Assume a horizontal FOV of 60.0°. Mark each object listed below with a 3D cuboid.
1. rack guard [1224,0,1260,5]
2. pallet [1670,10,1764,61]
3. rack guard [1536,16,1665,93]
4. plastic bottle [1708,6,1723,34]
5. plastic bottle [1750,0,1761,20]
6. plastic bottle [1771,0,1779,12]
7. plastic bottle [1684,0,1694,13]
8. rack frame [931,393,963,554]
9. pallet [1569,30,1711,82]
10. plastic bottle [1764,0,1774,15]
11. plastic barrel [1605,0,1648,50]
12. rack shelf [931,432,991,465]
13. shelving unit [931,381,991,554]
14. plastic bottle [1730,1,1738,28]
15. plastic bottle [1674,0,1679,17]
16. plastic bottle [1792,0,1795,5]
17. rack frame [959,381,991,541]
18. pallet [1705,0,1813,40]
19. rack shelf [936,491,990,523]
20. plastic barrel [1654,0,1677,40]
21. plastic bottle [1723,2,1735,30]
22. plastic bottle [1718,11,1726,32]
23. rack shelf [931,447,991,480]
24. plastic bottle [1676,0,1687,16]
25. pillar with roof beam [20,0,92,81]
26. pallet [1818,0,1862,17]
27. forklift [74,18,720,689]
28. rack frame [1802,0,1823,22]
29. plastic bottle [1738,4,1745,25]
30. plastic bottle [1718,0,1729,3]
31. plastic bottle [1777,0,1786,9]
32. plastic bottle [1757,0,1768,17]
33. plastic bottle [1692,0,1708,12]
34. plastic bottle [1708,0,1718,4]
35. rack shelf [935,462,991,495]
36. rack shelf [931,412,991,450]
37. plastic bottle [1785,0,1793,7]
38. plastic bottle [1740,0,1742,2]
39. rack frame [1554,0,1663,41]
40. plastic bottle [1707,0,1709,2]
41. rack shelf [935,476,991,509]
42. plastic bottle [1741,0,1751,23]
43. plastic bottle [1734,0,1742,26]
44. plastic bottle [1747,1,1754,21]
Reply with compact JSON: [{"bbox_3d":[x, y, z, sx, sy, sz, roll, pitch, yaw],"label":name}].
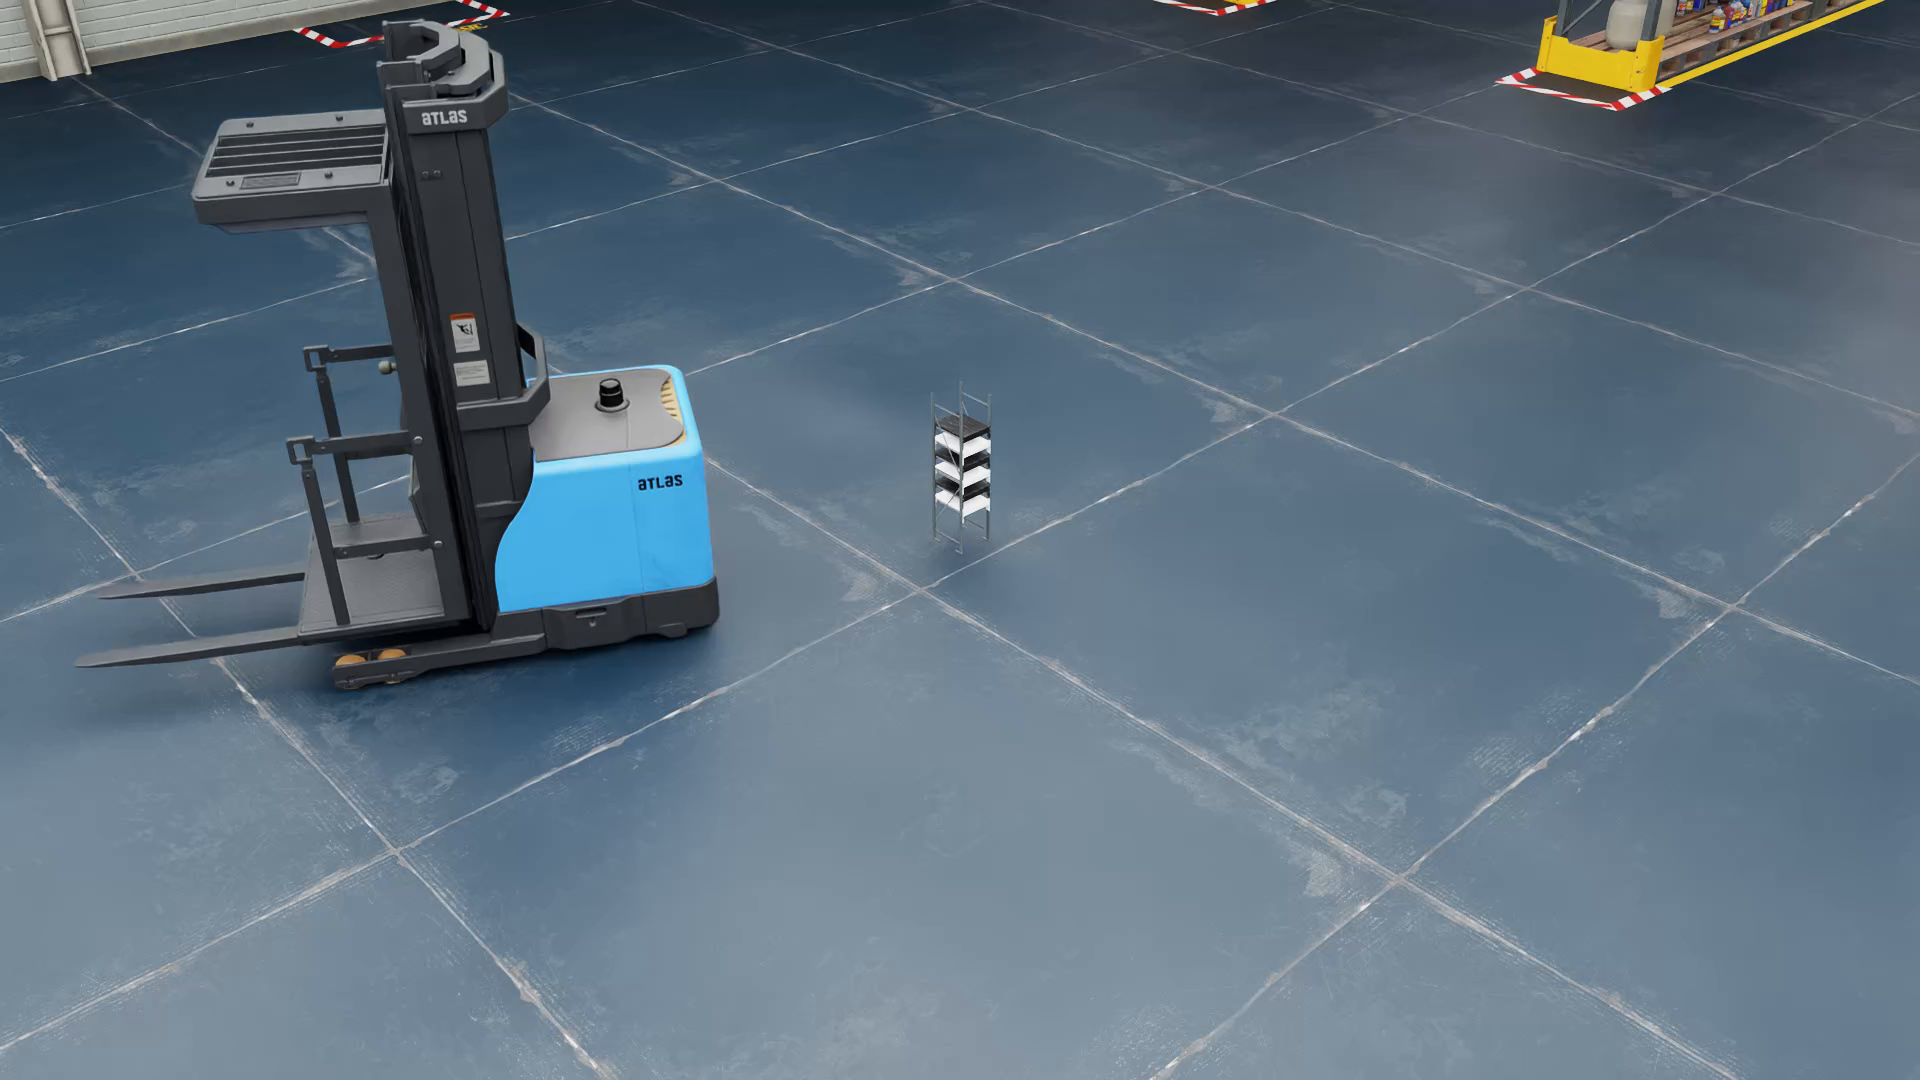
[{"bbox_3d":[3.060,-6.769,19.840,0.348,0.500,1.175,-26,40,-35],"label":"rack guard"},{"bbox_3d":[7.960,-5.520,18.074,1.213,0.211,1.003,-26,40,-35],"label":"pallet"},{"bbox_3d":[6.466,-4.926,16.827,0.348,0.500,1.175,-26,40,-35],"label":"rack guard"},{"bbox_3d":[7.984,-5.495,17.555,0.097,0.271,0.097,0,31,0],"label":"plastic bottle"},{"bbox_3d":[8.600,-5.815,18.073,0.135,0.276,0.152,-25,39,-35],"label":"plastic bottle"},{"bbox_3d":[8.958,-6.017,18.333,0.144,0.351,0.185,27,40,37],"label":"plastic bottle"},{"bbox_3d":[8.029,-5.918,18.314,0.097,0.201,0.097,0,31,0],"label":"plastic bottle"},{"bbox_3d":[-0.069,-0.351,8.961,0.006,0.900,0.240,-26,40,-35],"label":"rack frame"},{"bbox_3d":[7.065,-5.089,17.370,1.213,0.211,1.003,-26,40,-35],"label":"pallet"},{"bbox_3d":[8.867,-5.915,18.230,0.133,0.283,0.061,-23,38,-32],"label":"plastic bottle"},{"bbox_3d":[6.873,-5.328,17.070,0.421,0.512,0.421,0,31,0],"label":"plastic barrel"},{"bbox_3d":[0.006,-0.512,8.943,0.200,0.077,0.258,-26,40,-35],"label":"rack shelf"},{"bbox_3d":[0.006,-0.387,9.020,0.210,0.900,0.258,-26,40,-35],"label":"shelving unit"},{"bbox_3d":[8.235,-5.617,17.754,0.097,0.271,0.097,0,31,0],"label":"plastic bottle"},{"bbox_3d":[7.767,-5.834,18.097,0.133,0.283,0.061,-26,40,-35],"label":"plastic bottle"},{"bbox_3d":[9.321,-6.112,18.631,0.097,0.201,0.097,0,31,0],"label":"plastic bottle"},{"bbox_3d":[0.081,-0.423,9.079,0.006,0.900,0.240,-26,40,-35],"label":"rack frame"},{"bbox_3d":[8.855,-5.954,18.785,1.213,0.211,1.003,-26,40,-35],"label":"pallet"},{"bbox_3d":[0.006,-0.205,9.131,0.200,0.077,0.258,-26,40,-35],"label":"rack shelf"},{"bbox_3d":[7.241,-5.506,17.361,0.421,0.512,0.421,0,31,0],"label":"plastic barrel"},{"bbox_3d":[8.162,-5.574,17.672,0.133,0.283,0.061,-25,39,-35],"label":"plastic bottle"},{"bbox_3d":[8.060,-5.502,17.633,0.097,0.201,0.097,0,31,0],"label":"plastic bottle"},{"bbox_3d":[0.006,-0.435,8.990,0.200,0.077,0.258,-26,40,-35],"label":"rack shelf"},{"bbox_3d":[7.895,-5.848,18.198,0.097,0.201,0.097,0,31,0],"label":"plastic bottle"},{"bbox_3d":[-6.241,-6.973,12.027,0.400,9.000,9.100,-26,40,-35],"label":"pillar with roof beam"},{"bbox_3d":[9.925,-6.470,19.629,1.213,0.211,1.003,-26,40,-35],"label":"pallet"},{"bbox_3d":[-2.801,-0.831,7.800,3.031,2.935,1.130,-8,32,-12],"label":"forklift"},{"bbox_3d":[9.375,-7.366,18.421,0.127,3.000,1.000,-26,40,-35],"label":"rack frame"},{"bbox_3d":[8.381,-5.658,17.887,0.097,0.201,0.097,0,31,0],"label":"plastic bottle"},{"bbox_3d":[8.599,-6.241,18.699,0.185,0.351,0.144,-26,40,-35],"label":"plastic bottle"},{"bbox_3d":[9.099,-6.085,18.444,0.185,0.351,0.144,-27,41,-37],"label":"plastic bottle"},{"bbox_3d":[8.722,-5.903,18.145,0.185,0.351,0.144,-26,40,-36],"label":"plastic bottle"},{"bbox_3d":[8.170,-5.999,18.374,0.135,0.276,0.152,-26,40,-35],"label":"plastic bottle"},{"bbox_3d":[8.477,-6.165,18.650,0.097,0.271,0.097,0,31,0],"label":"plastic bottle"},{"bbox_3d":[0.006,-0.358,9.037,0.200,0.077,0.258,-26,40,-35],"label":"rack shelf"},{"bbox_3d":[0.006,-0.589,8.896,0.200,0.077,0.258,-26,40,-35],"label":"rack shelf"},{"bbox_3d":[9.247,-6.098,18.530,0.133,0.283,0.061,-24,39,-33],"label":"plastic bottle"},{"bbox_3d":[8.527,-5.858,18.137,0.133,0.283,0.061,-26,40,-35],"label":"plastic bottle"},{"bbox_3d":[6.442,-5.948,16.101,0.127,3.000,1.000,-26,40,-35],"label":"rack frame"},{"bbox_3d":[8.363,-6.229,18.680,0.144,0.351,0.185,27,41,37],"label":"plastic bottle"},{"bbox_3d":[0.006,-0.282,9.084,0.200,0.077,0.258,-26,40,-35],"label":"rack shelf"},{"bbox_3d":[8.457,-5.724,17.929,0.097,0.271,0.097,0,31,0],"label":"plastic bottle"},{"bbox_3d":[8.308,-5.652,17.812,0.097,0.271,0.097,0,31,0],"label":"plastic bottle"},{"bbox_3d":[8.532,-5.730,18.007,0.097,0.201,0.097,0,31,0],"label":"plastic bottle"}]
